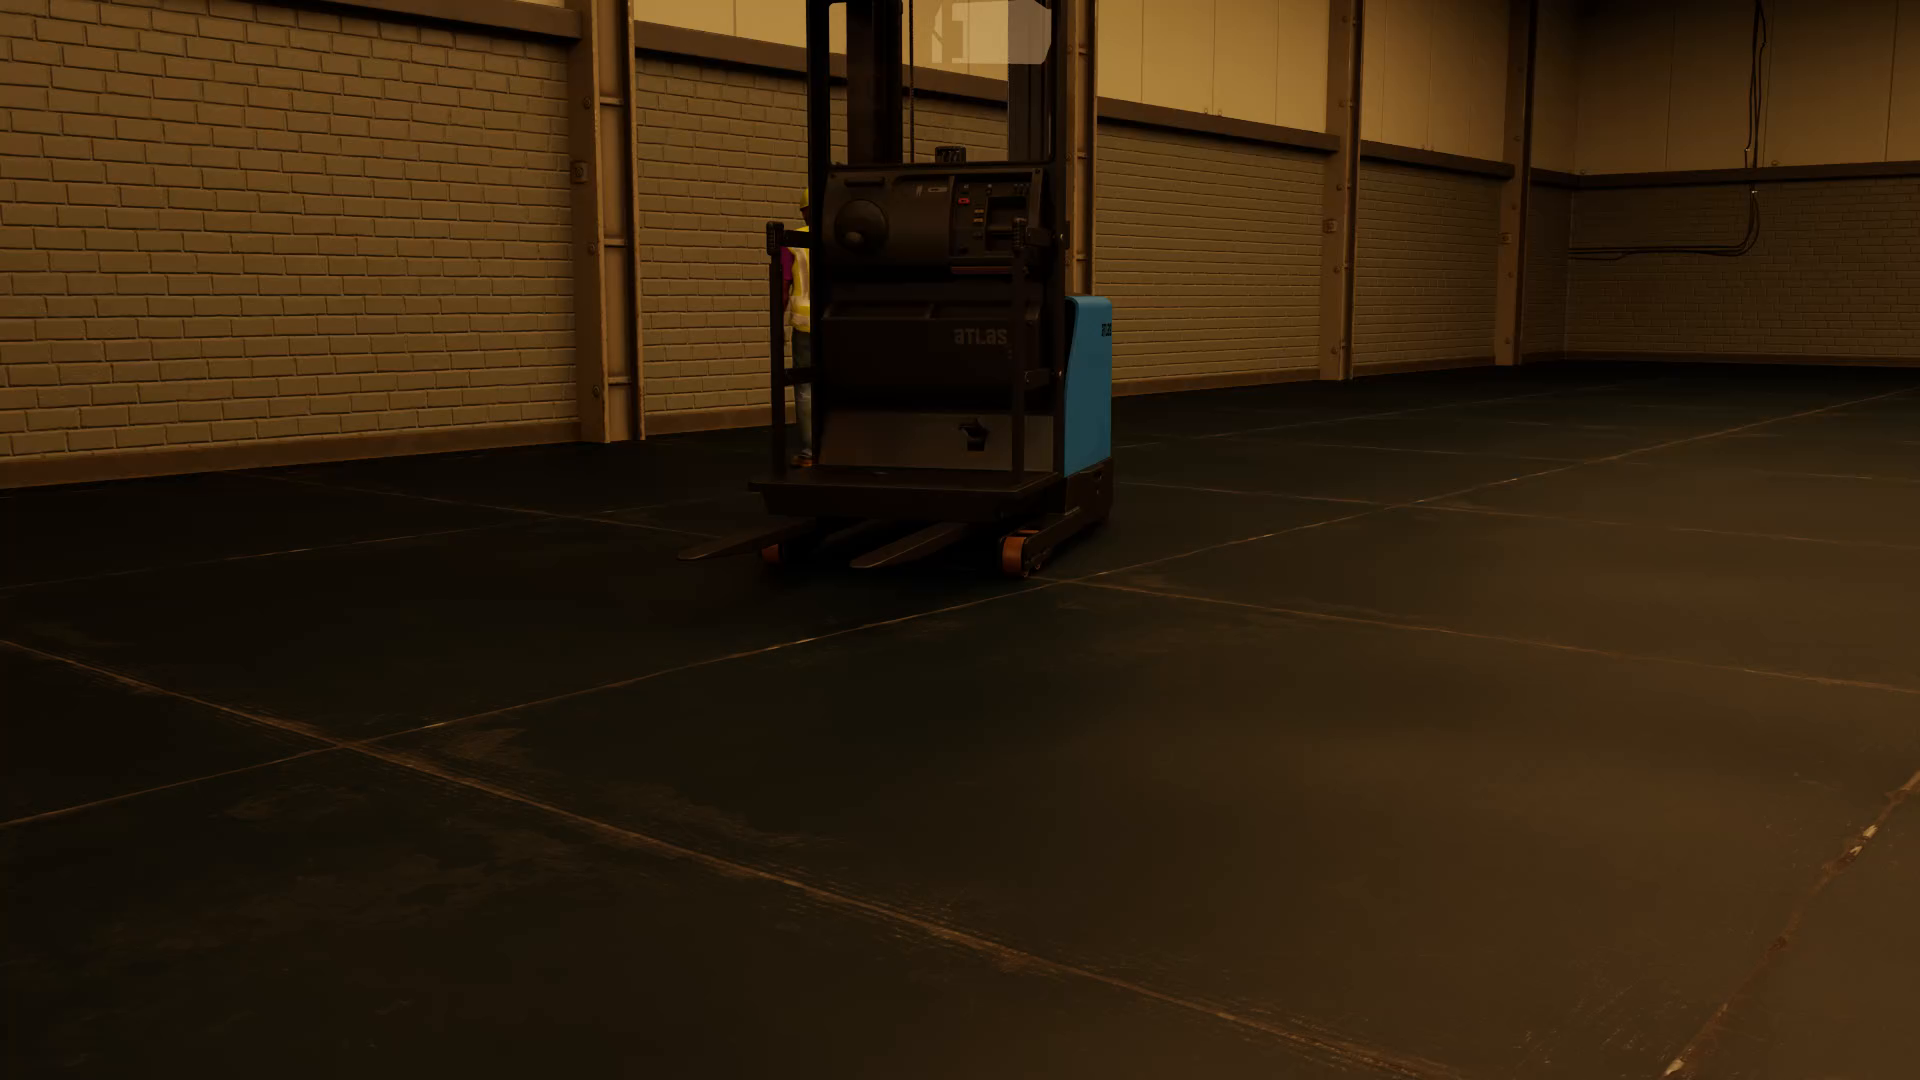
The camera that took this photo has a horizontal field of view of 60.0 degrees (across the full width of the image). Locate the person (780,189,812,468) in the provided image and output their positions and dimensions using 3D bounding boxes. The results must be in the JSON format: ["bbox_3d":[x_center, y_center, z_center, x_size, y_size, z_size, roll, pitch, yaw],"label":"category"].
[{"bbox_3d":[-0.865,-1.336,10.470,0.631,1.760,0.463,-2,9,-14],"label":"person"}]

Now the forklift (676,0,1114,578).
[{"bbox_3d":[-0.176,-1.366,6.616,1.130,2.935,3.031,3,9,17],"label":"forklift"}]
